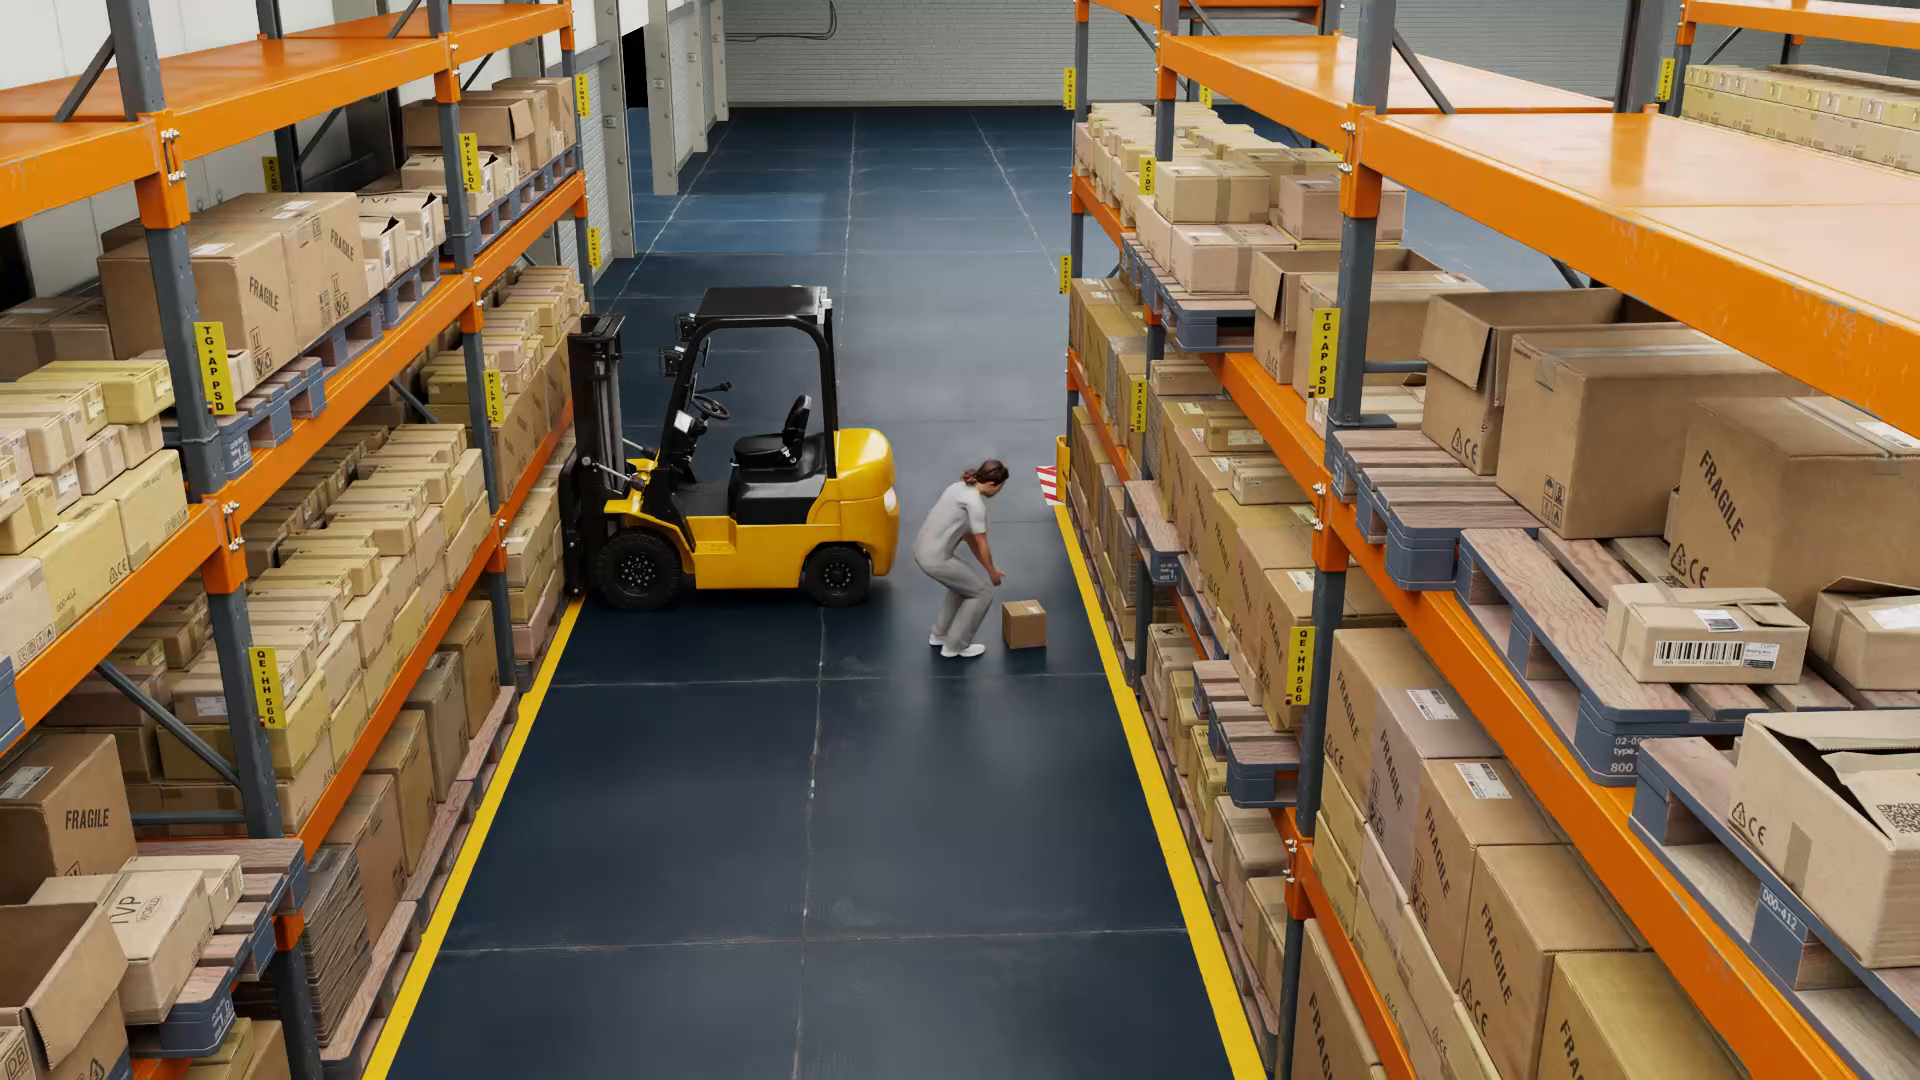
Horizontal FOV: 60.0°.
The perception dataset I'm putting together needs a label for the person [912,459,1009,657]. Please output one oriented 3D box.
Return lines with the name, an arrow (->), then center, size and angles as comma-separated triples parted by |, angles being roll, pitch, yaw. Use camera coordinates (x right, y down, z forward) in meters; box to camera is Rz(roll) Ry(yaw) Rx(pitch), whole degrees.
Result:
person -> 0.004, 0.108, 11.287 | 0.667, 1.333, 0.491 | -5, 21, -14
